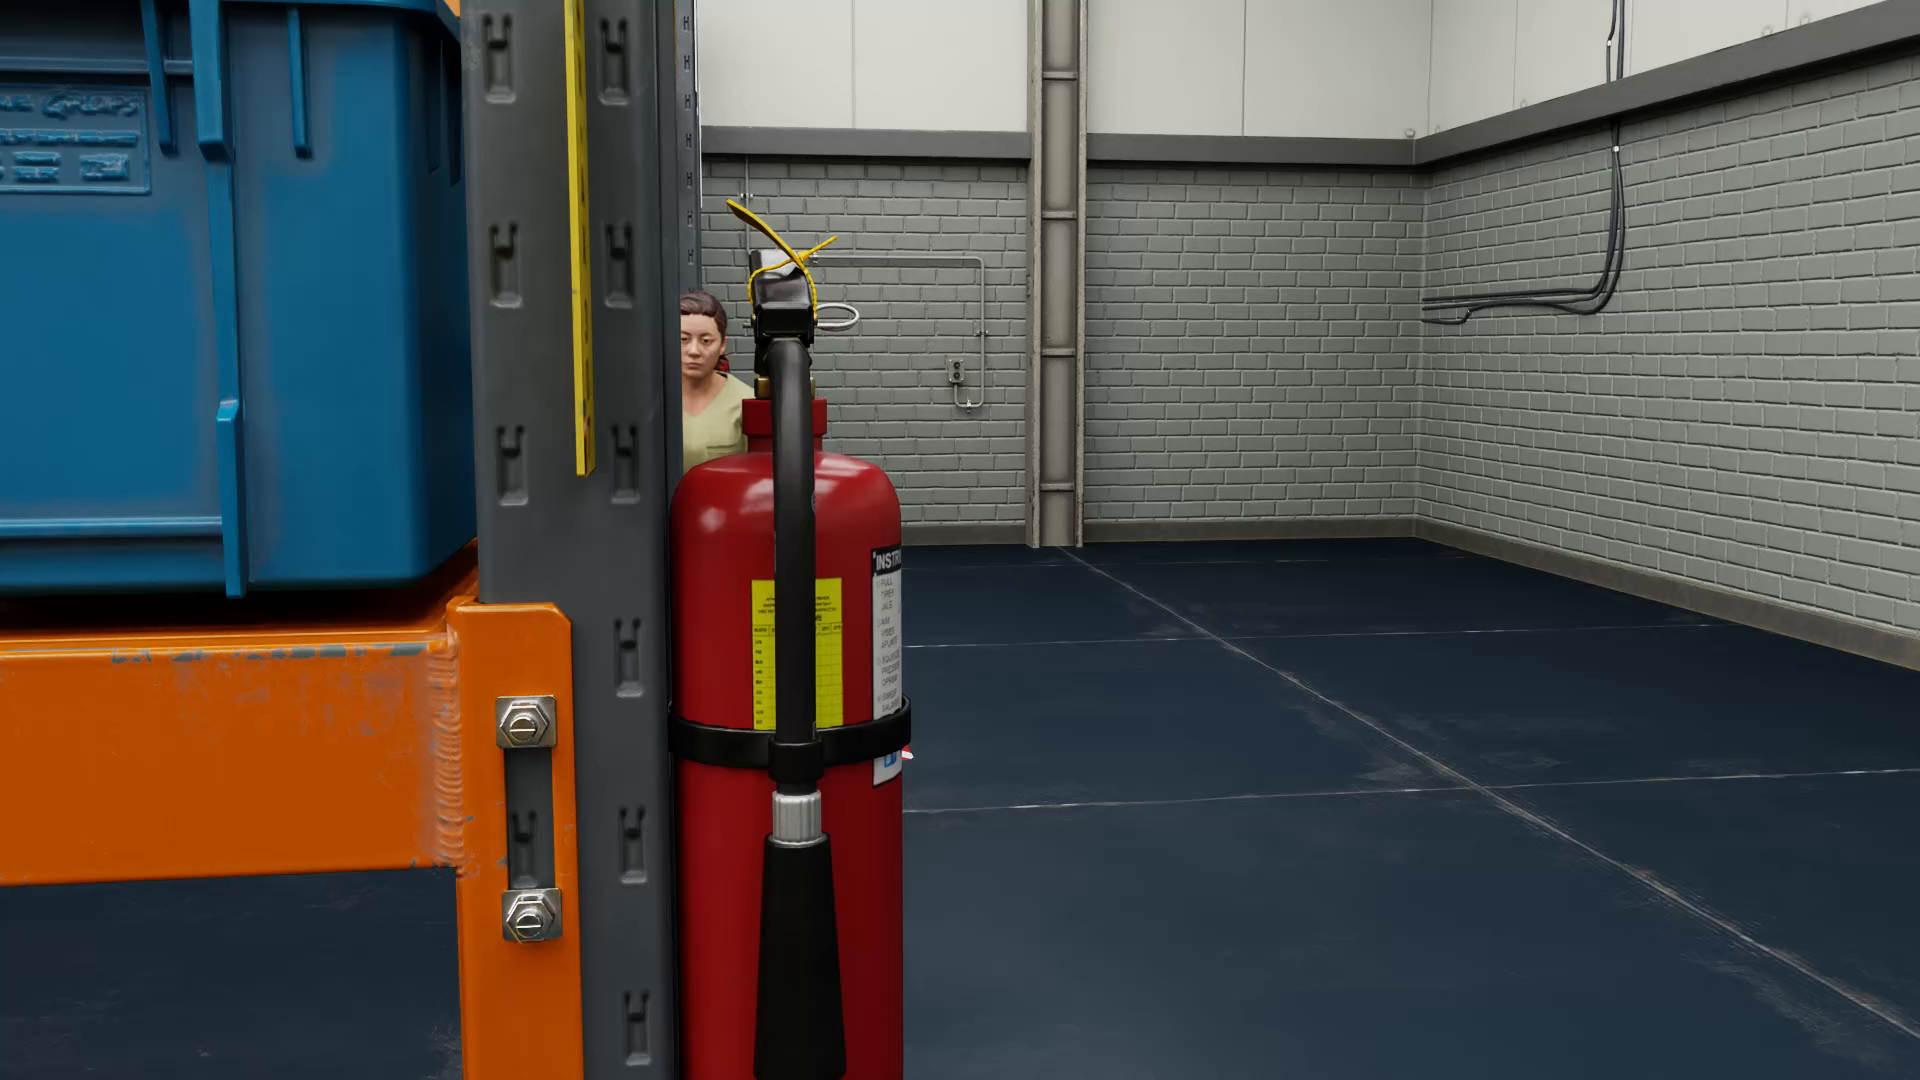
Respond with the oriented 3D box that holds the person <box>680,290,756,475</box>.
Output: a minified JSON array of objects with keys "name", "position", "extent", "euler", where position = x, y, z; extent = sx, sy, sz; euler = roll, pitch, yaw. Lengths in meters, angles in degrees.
[{"name":"person","position":[-0.798,0.090,5.025],"extent":[0.504,1.671,0.357],"euler":[0,7,-3]}]
